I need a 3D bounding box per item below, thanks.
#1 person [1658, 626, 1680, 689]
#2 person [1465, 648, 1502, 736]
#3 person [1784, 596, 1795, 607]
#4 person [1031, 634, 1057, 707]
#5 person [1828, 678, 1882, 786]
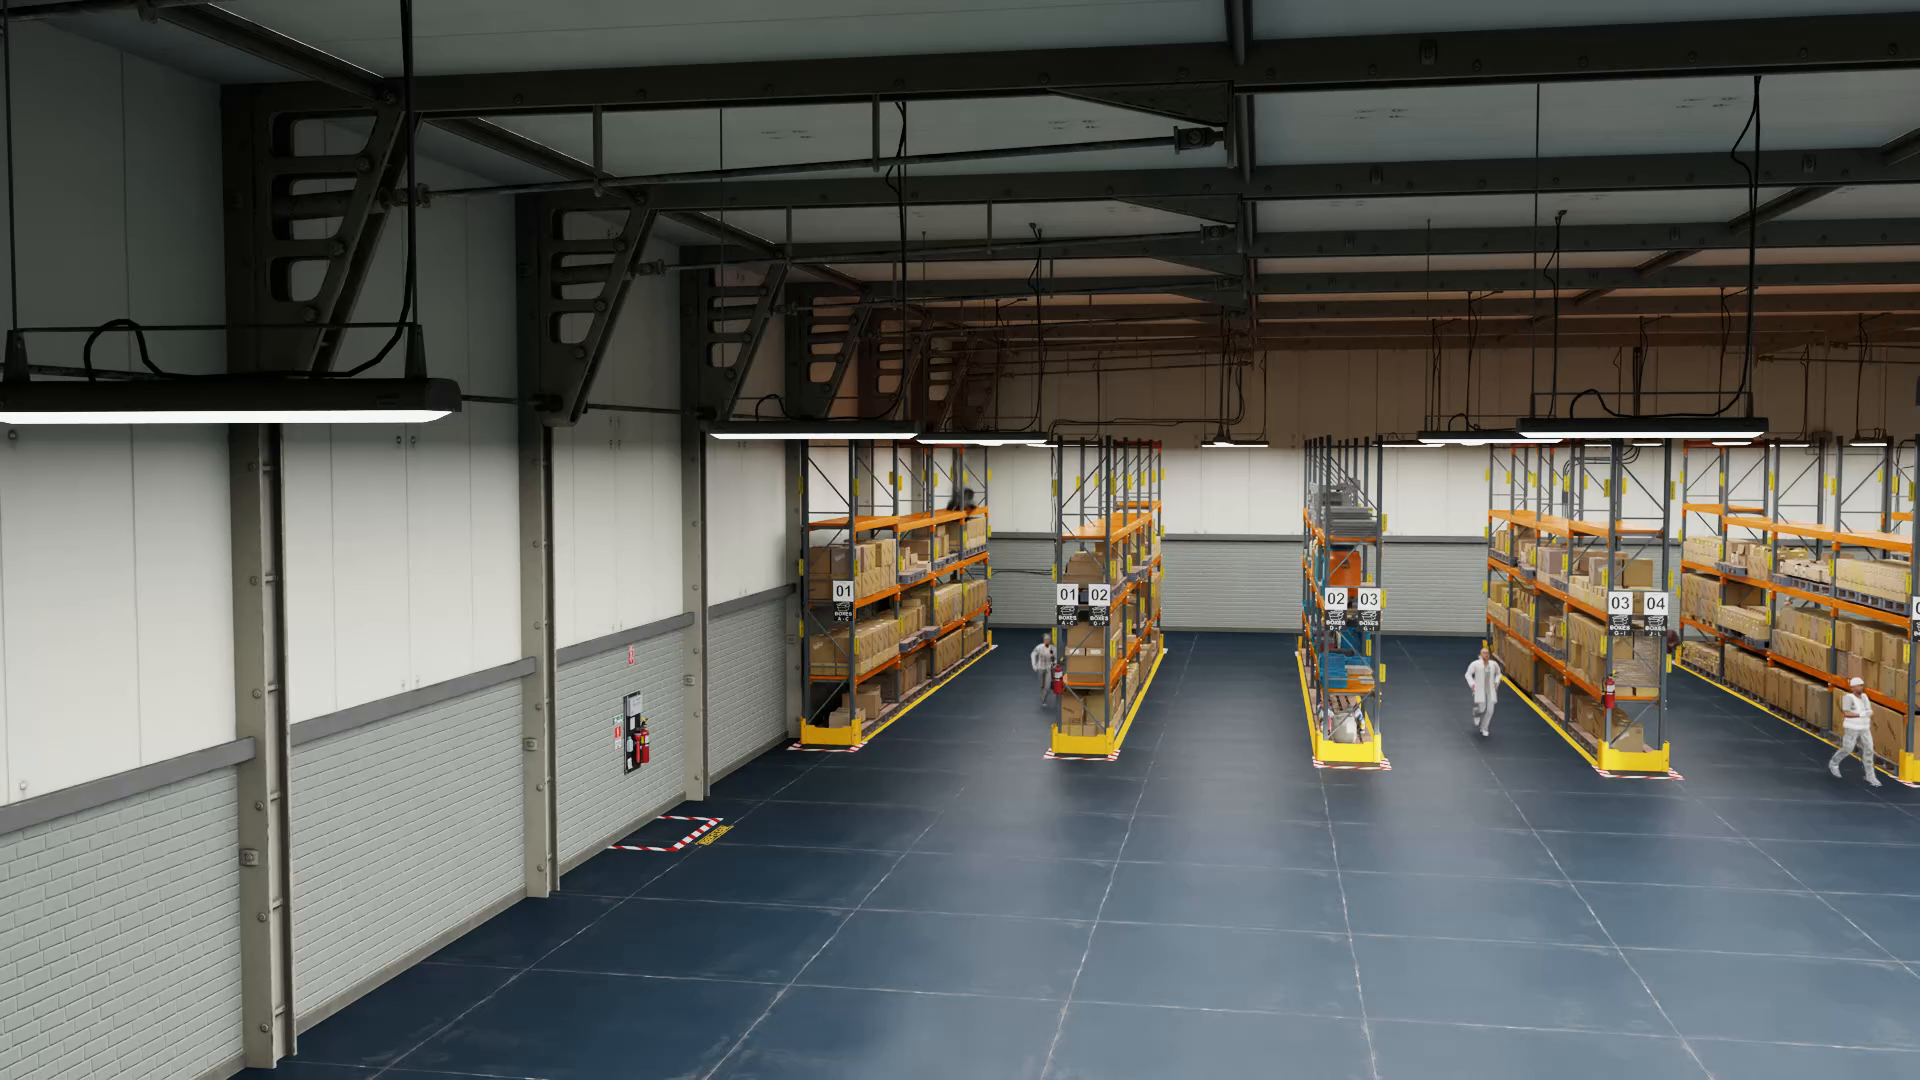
[{"bbox_3d":[16.386,2.754,38.757,0.668,1.836,1.086,0,3,3],"label":"person"},{"bbox_3d":[10.593,3.055,33.617,0.724,1.752,0.653,0,3,1],"label":"person"},{"bbox_3d":[22.848,2.373,45.876,0.930,1.691,0.605,0,3,-6],"label":"person"},{"bbox_3d":[1.921,2.904,37.336,0.649,1.654,0.661,0,3,5],"label":"person"},{"bbox_3d":[15.418,3.261,28.607,0.689,1.801,0.943,-1,3,-20],"label":"person"}]
